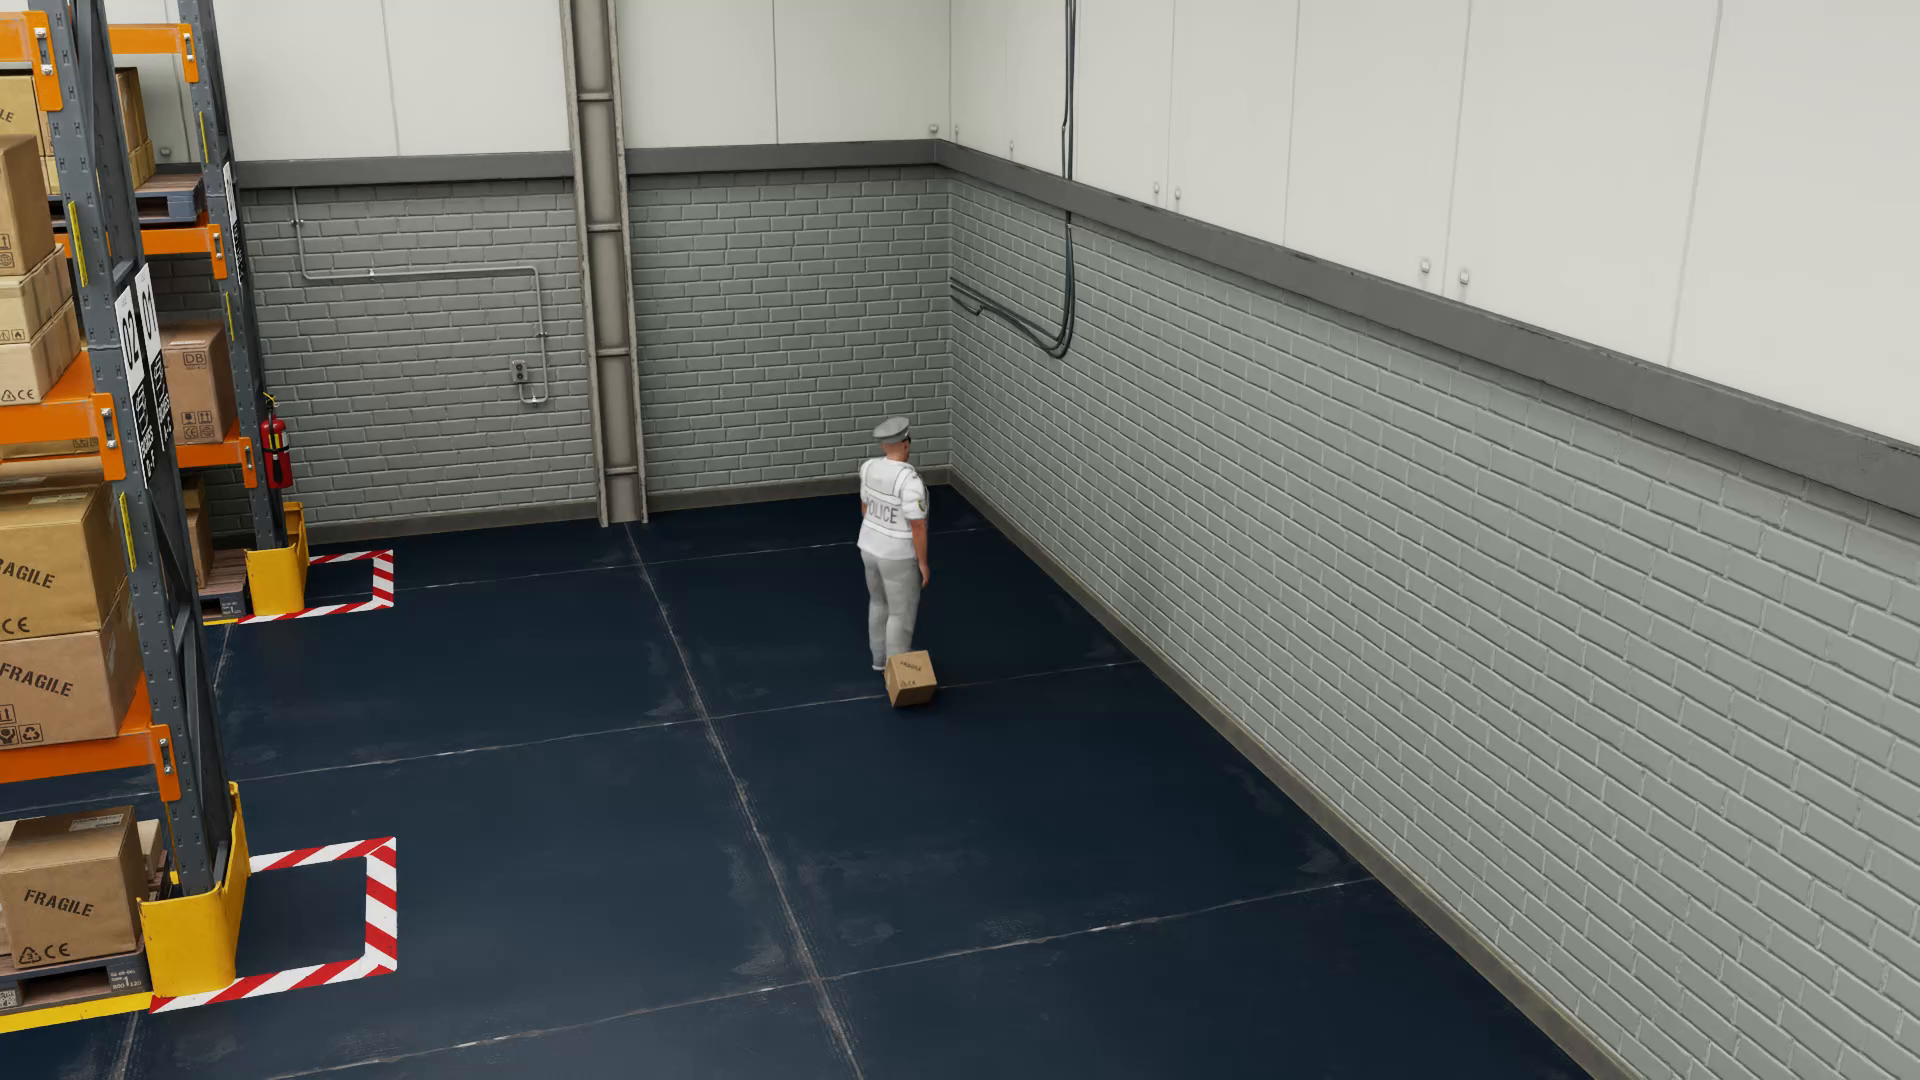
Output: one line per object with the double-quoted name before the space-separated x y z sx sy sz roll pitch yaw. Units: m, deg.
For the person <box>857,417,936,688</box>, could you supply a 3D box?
"person" -0.392 0.078 10.740 0.482 1.768 0.619 -17 26 -41
